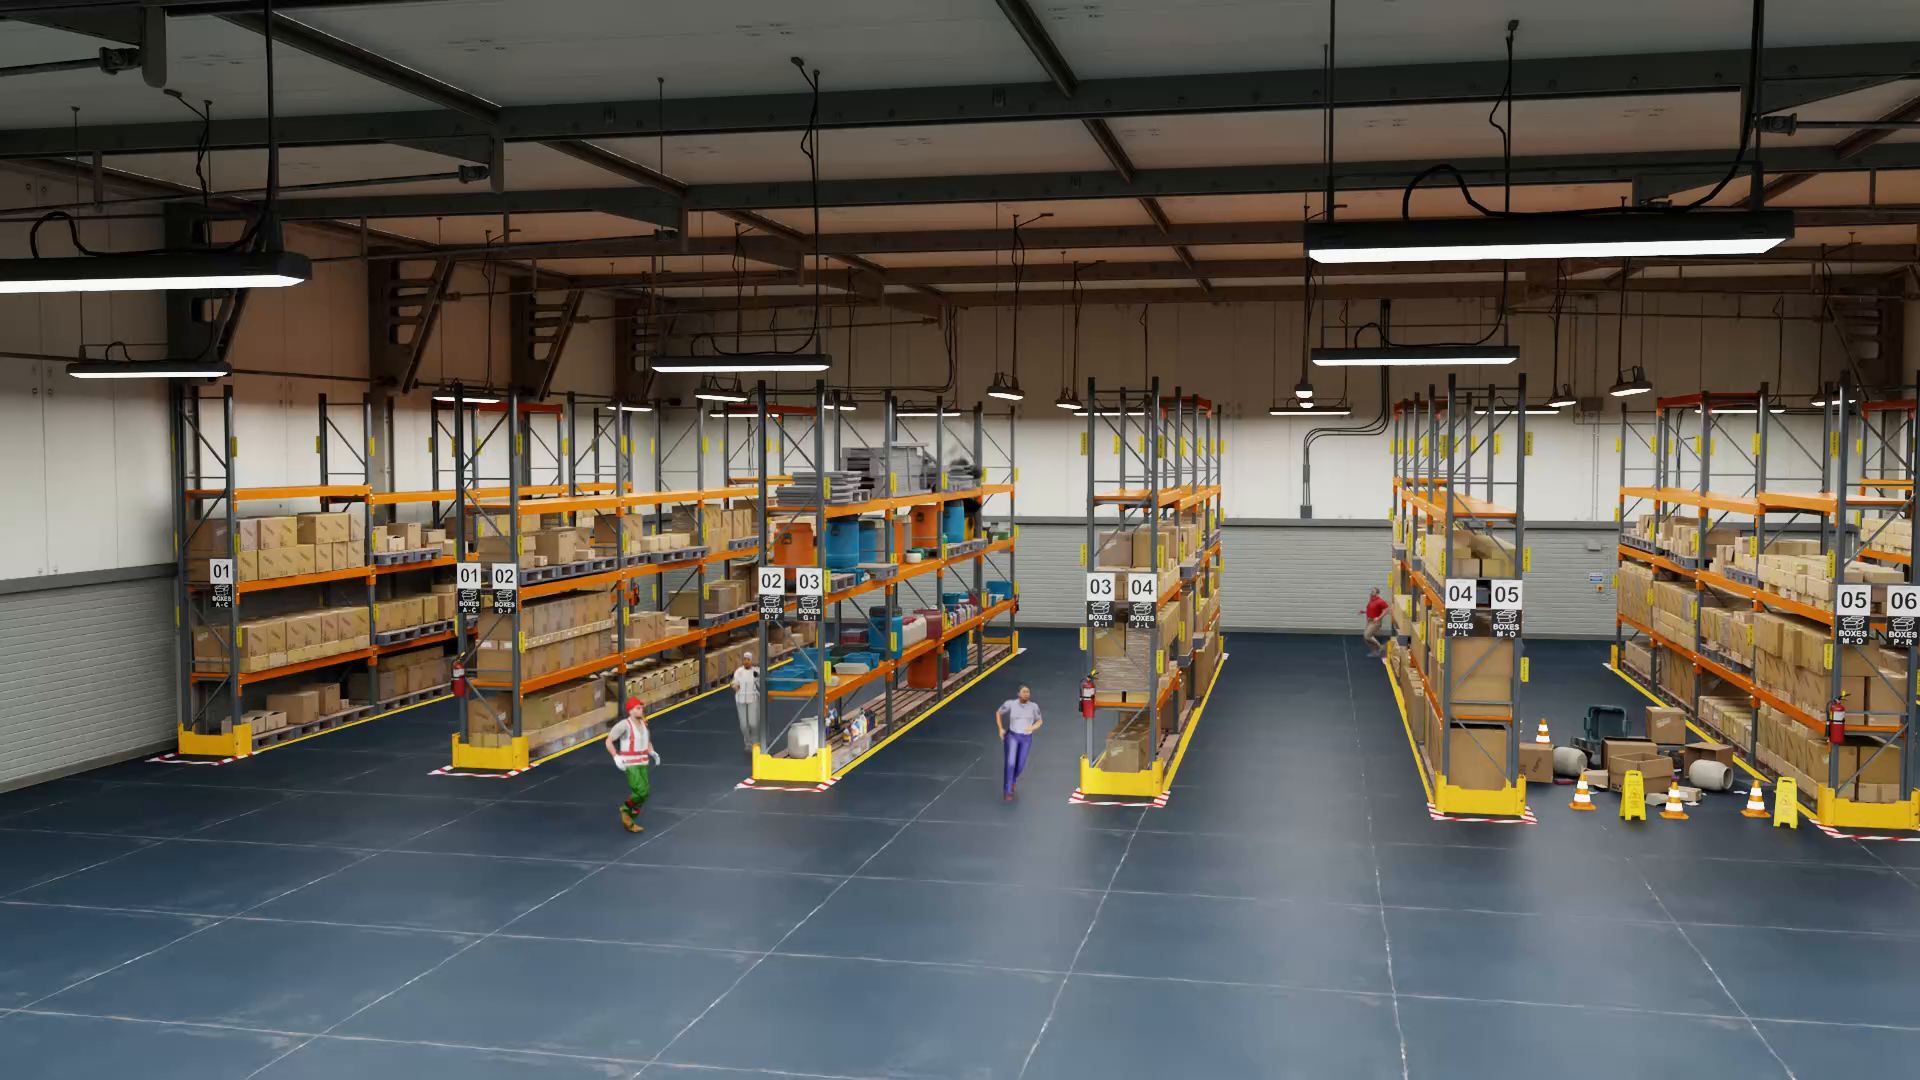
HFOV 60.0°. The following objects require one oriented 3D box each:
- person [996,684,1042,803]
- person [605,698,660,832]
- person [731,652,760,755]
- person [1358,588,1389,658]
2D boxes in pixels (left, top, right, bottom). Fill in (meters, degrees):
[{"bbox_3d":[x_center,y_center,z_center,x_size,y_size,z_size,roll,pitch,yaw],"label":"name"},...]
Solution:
[{"bbox_3d":[0.850,2.897,23.748,0.649,1.702,0.739,-1,3,-9],"label":"person"},{"bbox_3d":[-4.190,2.923,21.549,0.521,1.743,0.669,2,4,34],"label":"person"},{"bbox_3d":[-3.440,2.671,27.056,0.585,1.688,0.644,0,3,7],"label":"person"},{"bbox_3d":[9.765,1.963,39.394,0.592,1.681,0.701,-1,3,-11],"label":"person"}]
